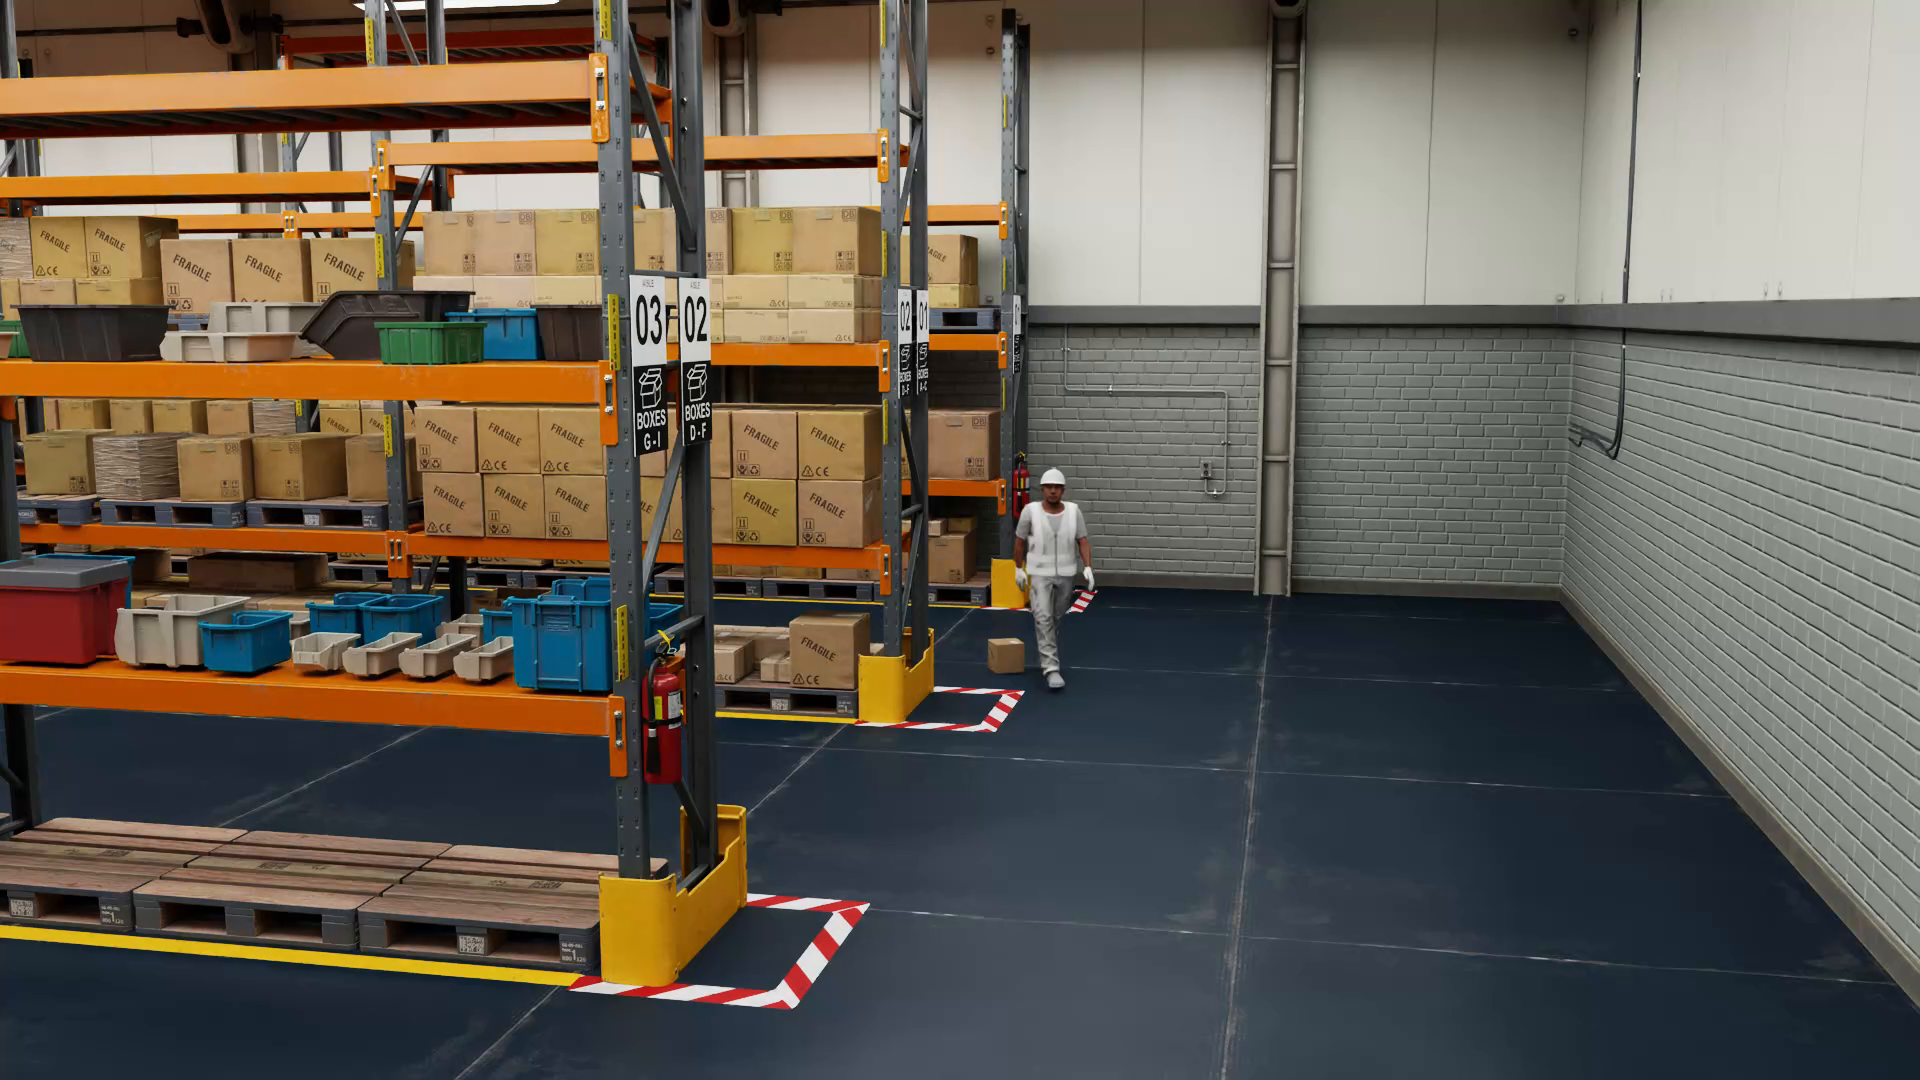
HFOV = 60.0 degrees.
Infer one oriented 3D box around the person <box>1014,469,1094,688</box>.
[{"bbox_3d":[0.783,0.274,13.644,0.582,1.714,1.067,-2,8,-13],"label":"person"}]
